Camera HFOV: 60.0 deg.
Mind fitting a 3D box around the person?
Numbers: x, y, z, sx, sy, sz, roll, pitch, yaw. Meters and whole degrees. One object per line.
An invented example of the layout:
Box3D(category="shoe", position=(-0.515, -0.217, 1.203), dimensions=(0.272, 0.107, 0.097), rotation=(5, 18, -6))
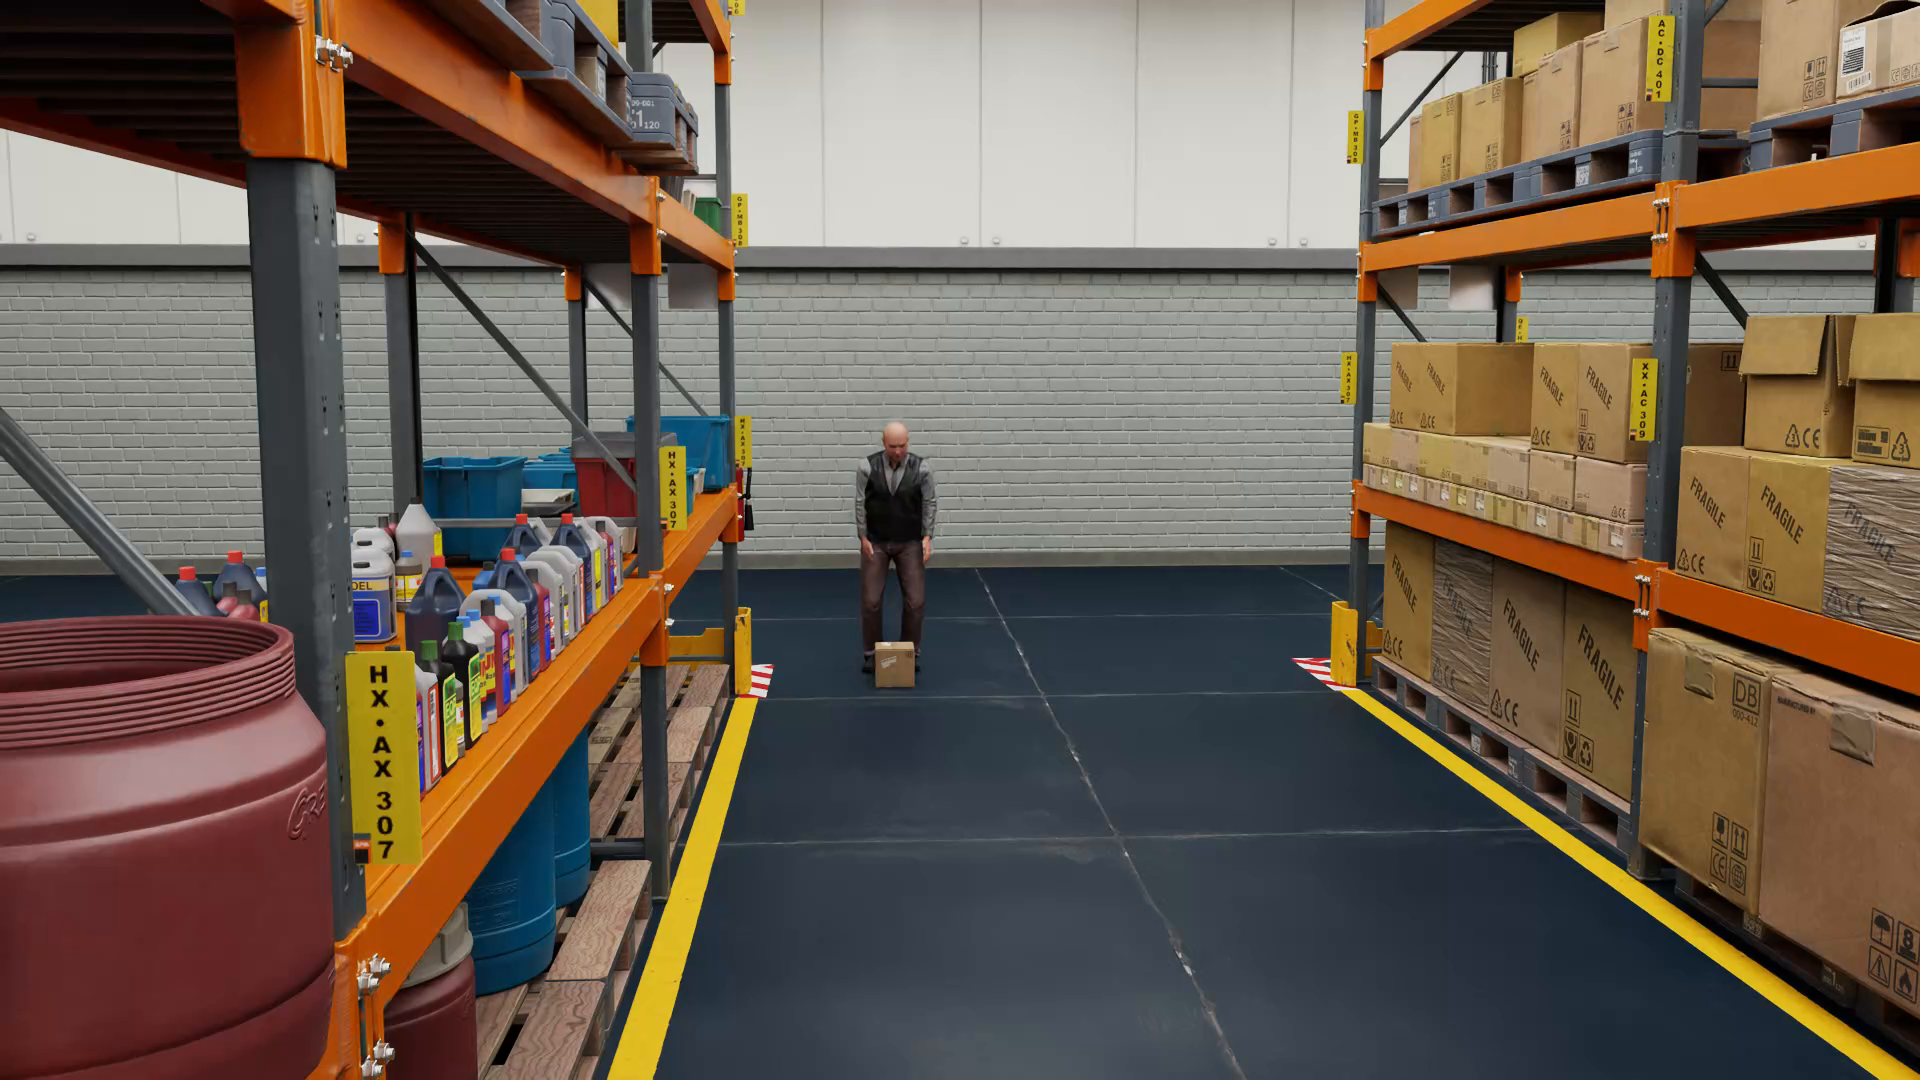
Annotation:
Box3D(category="person", position=(-0.430, 0.046, 11.192), dimensions=(0.556, 1.678, 0.423), rotation=(0, 7, -2))
